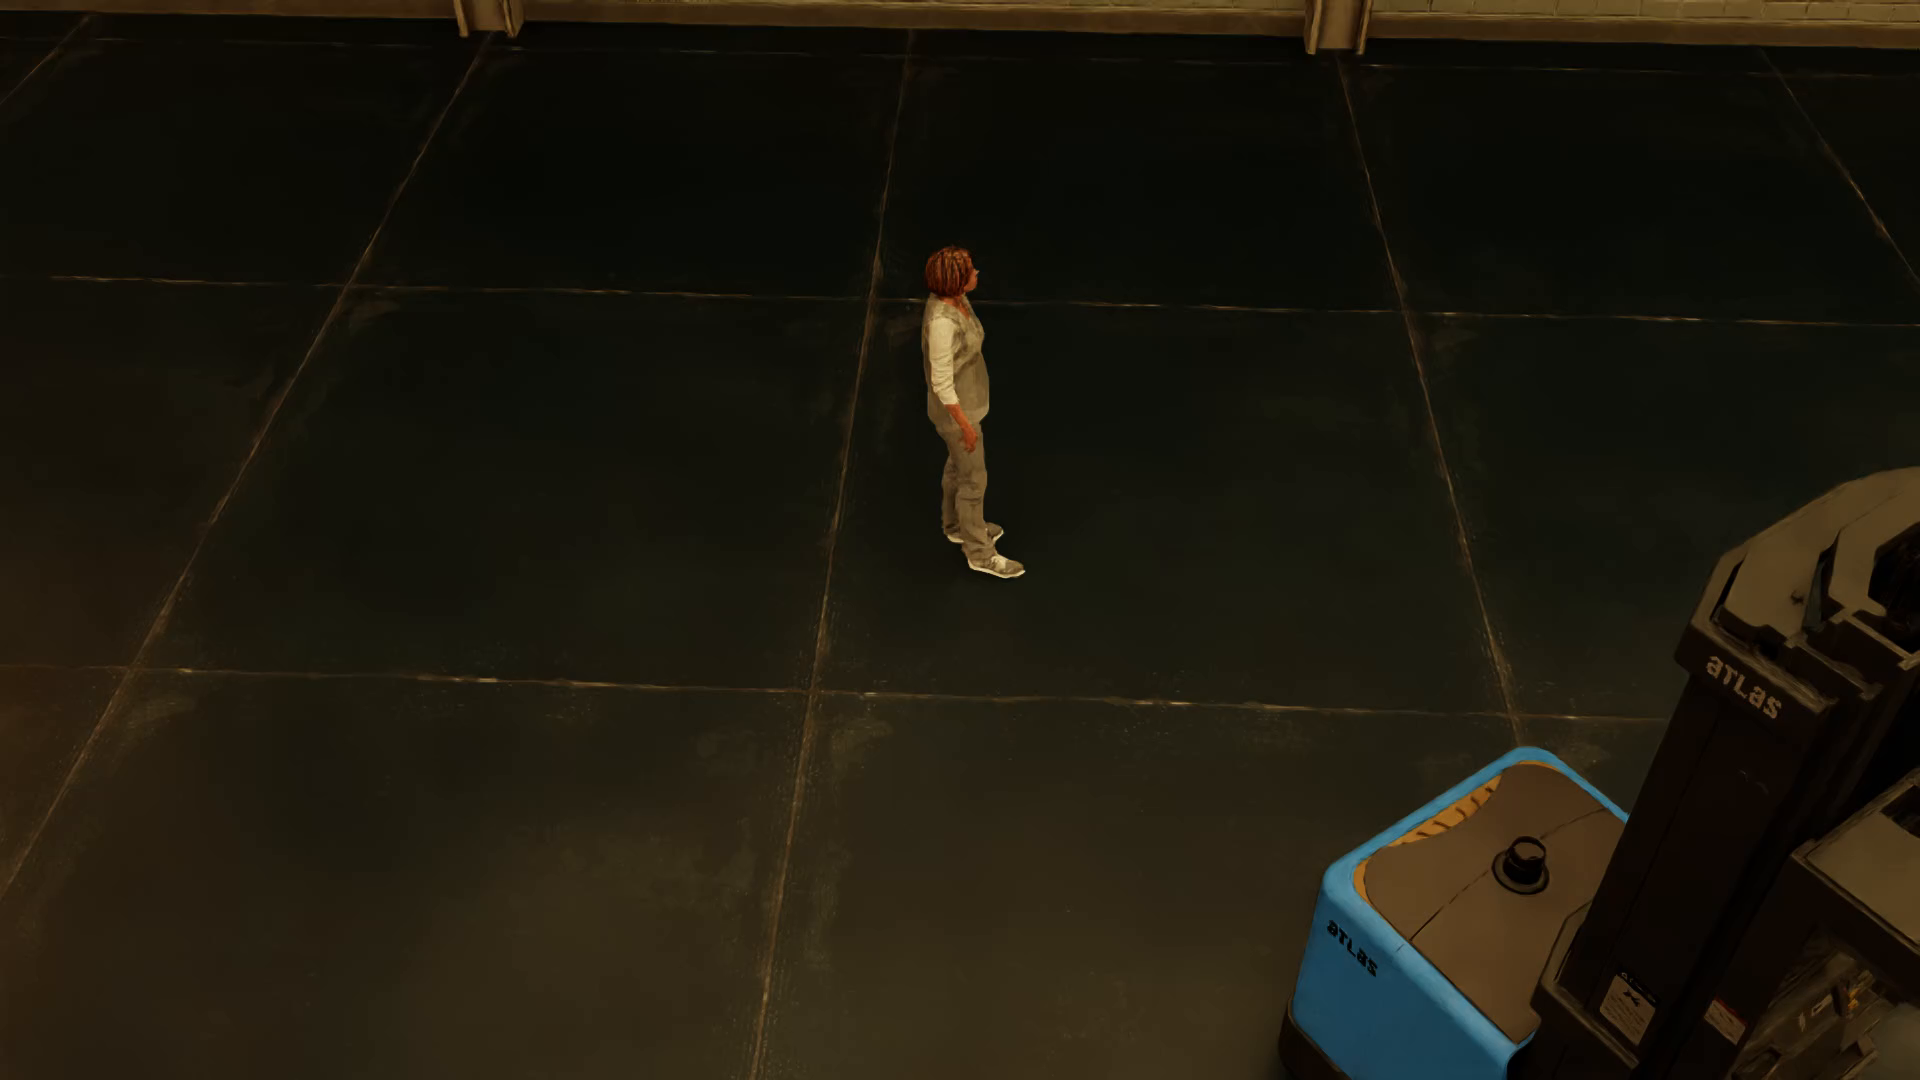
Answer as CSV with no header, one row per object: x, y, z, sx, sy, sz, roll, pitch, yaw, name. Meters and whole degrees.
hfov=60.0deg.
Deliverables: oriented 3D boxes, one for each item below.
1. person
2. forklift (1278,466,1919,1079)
0.073,-0.584,7.360,0.474,1.597,0.521,2,42,2,person
2.366,1.383,4.227,1.130,2.935,3.031,-25,48,-25,forklift
